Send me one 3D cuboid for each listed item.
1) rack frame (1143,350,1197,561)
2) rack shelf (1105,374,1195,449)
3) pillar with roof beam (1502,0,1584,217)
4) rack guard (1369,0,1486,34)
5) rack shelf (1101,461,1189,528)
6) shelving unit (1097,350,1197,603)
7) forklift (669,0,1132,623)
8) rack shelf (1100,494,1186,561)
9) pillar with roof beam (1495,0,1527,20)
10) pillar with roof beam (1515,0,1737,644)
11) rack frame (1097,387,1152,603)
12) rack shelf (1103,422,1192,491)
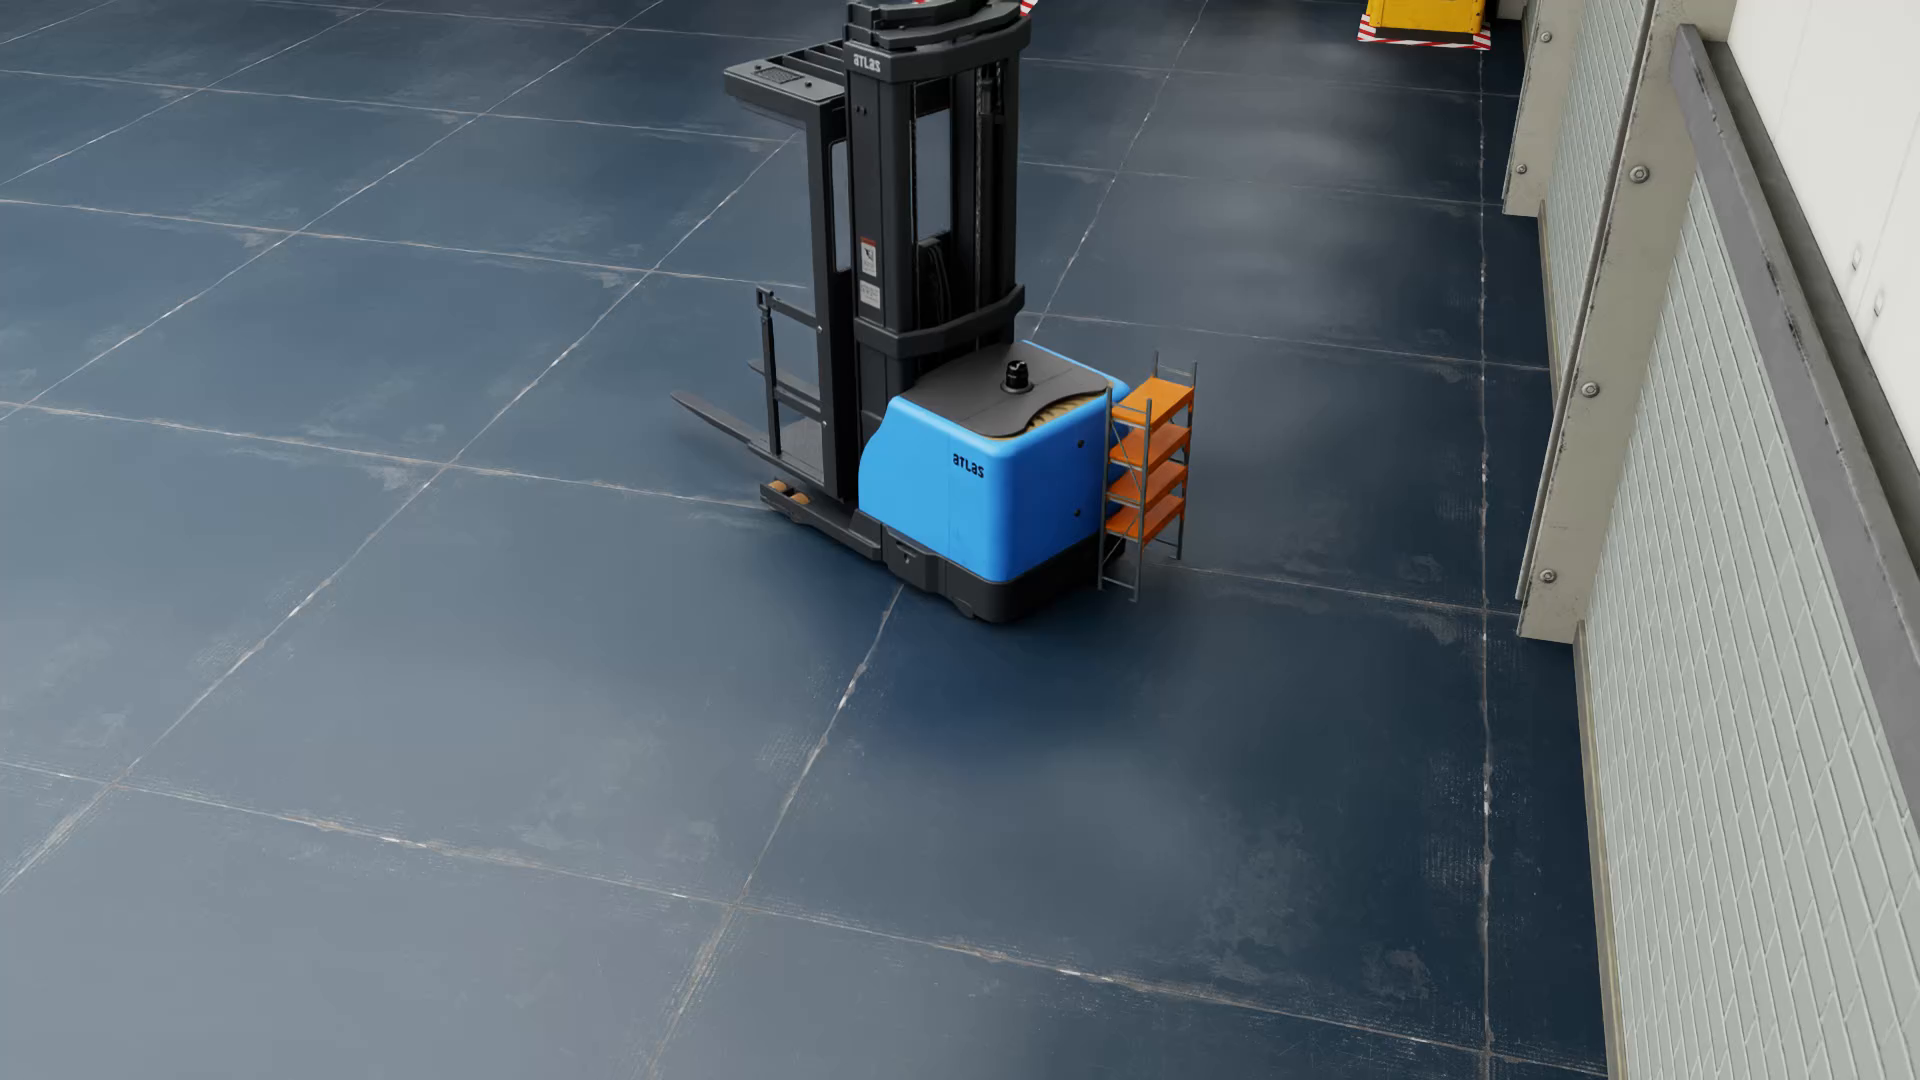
[{"bbox_3d":[1.101,-0.430,8.808,0.240,1.200,0.015,19,37,28],"label":"rack frame"},{"bbox_3d":[0.966,-0.653,8.426,0.258,0.148,0.480,19,37,28],"label":"rack shelf"},{"bbox_3d":[0.399,-7.090,12.015,9.100,9.000,0.400,8,33,12],"label":"pillar with roof beam"},{"bbox_3d":[5.031,-5.780,17.875,1.175,0.500,0.348,8,33,12],"label":"rack guard"},{"bbox_3d":[0.967,-0.264,8.672,0.258,0.148,0.480,19,37,28],"label":"rack shelf"},{"bbox_3d":[0.967,-0.321,8.636,0.258,1.200,0.503,19,37,28],"label":"shelving unit"},{"bbox_3d":[-0.497,-1.506,8.887,1.130,2.935,3.031,-28,42,-36],"label":"forklift"},{"bbox_3d":[0.967,-0.097,8.778,0.258,0.148,0.480,19,37,28],"label":"rack shelf"},{"bbox_3d":[1.922,-10.203,16.912,9.100,9.000,0.400,8,33,12],"label":"pillar with roof beam"},{"bbox_3d":[-1.123,-3.976,7.117,9.100,9.000,0.400,8,33,12],"label":"pillar with roof beam"},{"bbox_3d":[0.833,-0.212,8.464,0.240,1.200,0.015,19,37,28],"label":"rack frame"},{"bbox_3d":[0.966,-0.453,8.552,0.258,0.148,0.480,19,37,28],"label":"rack shelf"}]
